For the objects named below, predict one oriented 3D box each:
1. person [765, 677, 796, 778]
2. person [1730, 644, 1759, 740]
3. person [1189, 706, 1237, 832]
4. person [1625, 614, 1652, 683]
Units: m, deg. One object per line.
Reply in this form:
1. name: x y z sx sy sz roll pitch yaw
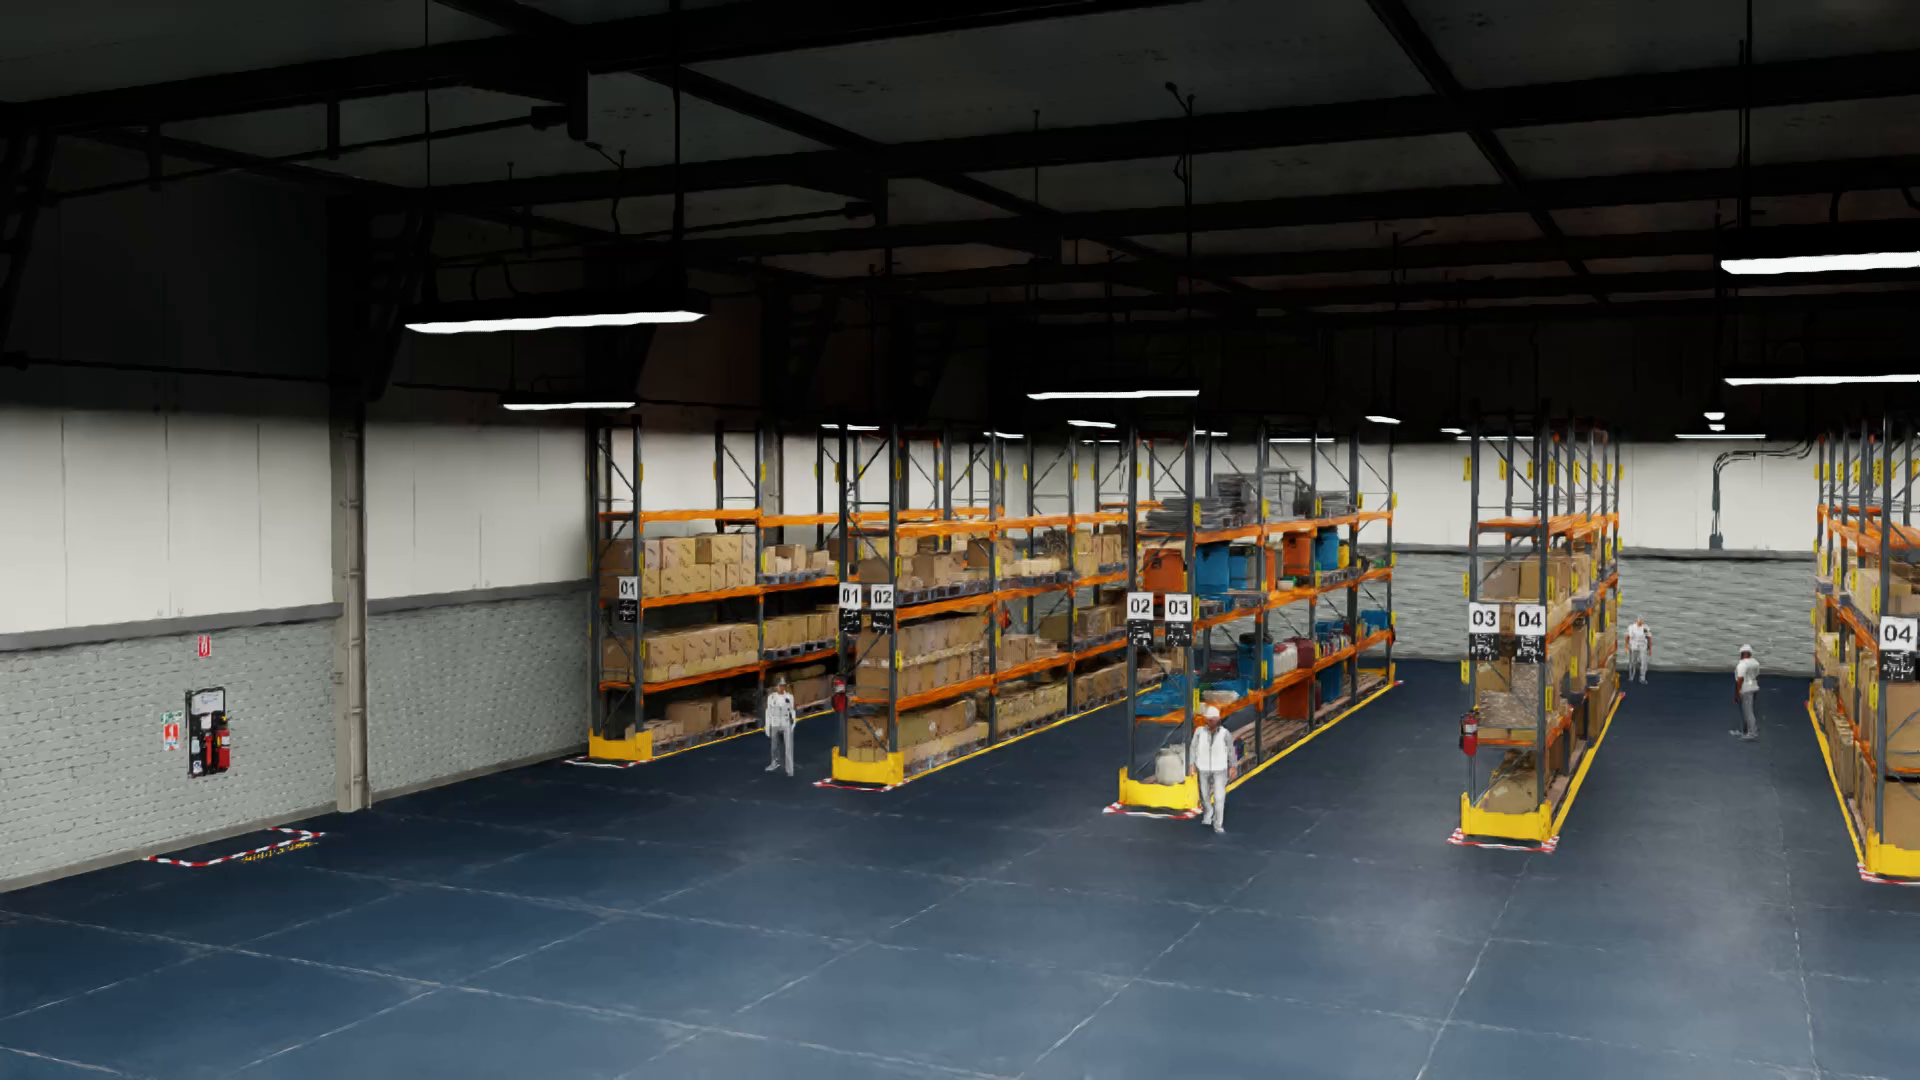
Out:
1. person: -2.958 3.035 27.311 0.539 1.623 0.914 0 2 -1
2. person: 14.693 2.824 31.143 0.685 1.763 0.588 -2 3 -43
3. person: 3.552 3.174 23.322 0.660 1.740 0.685 1 2 16
4. person: 16.121 2.567 39.547 0.589 1.628 0.702 1 2 17
